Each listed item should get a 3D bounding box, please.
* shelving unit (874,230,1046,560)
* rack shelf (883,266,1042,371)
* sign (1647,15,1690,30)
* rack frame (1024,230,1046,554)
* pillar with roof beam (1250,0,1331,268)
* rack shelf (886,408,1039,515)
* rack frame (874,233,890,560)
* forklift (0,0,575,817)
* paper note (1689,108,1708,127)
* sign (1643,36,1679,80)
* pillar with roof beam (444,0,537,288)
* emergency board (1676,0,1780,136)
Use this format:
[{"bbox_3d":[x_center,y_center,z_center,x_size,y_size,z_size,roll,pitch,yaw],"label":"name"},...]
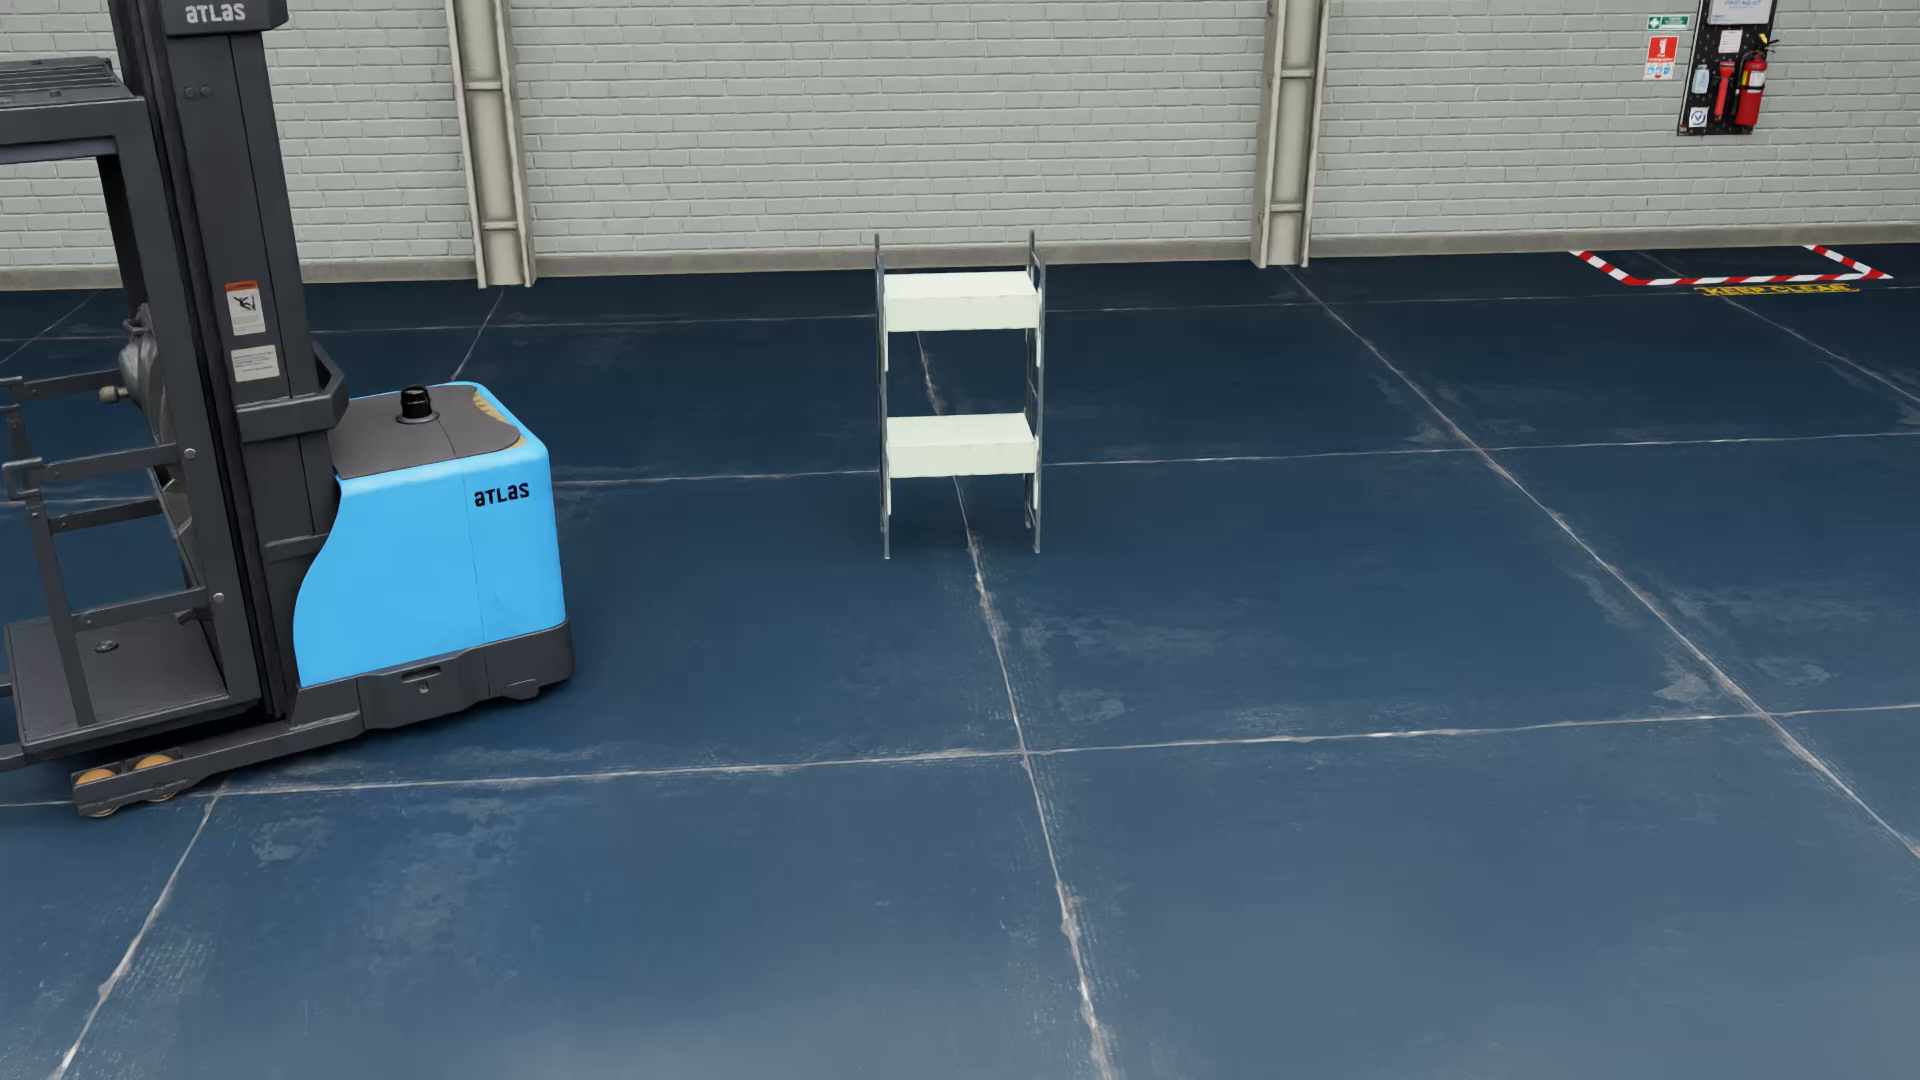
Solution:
[{"bbox_3d":[-0.007,-0.685,7.945,0.755,1.500,0.431,-2,24,-5],"label":"shelving unit"},{"bbox_3d":[-0.007,-1.042,7.786,0.720,0.370,0.431,-2,24,-5],"label":"rack shelf"},{"bbox_3d":[5.482,-4.006,12.873,0.331,0.109,0.001,-2,24,-5],"label":"sign"},{"bbox_3d":[0.358,-0.700,7.978,0.023,1.500,0.400,-2,24,-5],"label":"rack frame"},{"bbox_3d":[2.952,-4.576,7.467,0.400,9.000,9.100,-2,24,-5],"label":"pillar with roof beam"},{"bbox_3d":[-0.007,-0.387,8.077,0.720,0.370,0.431,-2,24,-5],"label":"rack shelf"},{"bbox_3d":[-0.371,-0.670,7.912,0.023,1.500,0.400,-2,24,-5],"label":"rack frame"},{"bbox_3d":[-3.121,-0.586,5.959,3.031,2.935,1.130,-14,27,-28],"label":"forklift"},{"bbox_3d":[5.854,-3.350,13.177,0.142,0.148,0.016,-2,24,-5],"label":"paper note"},{"bbox_3d":[5.476,-3.767,12.988,0.234,0.329,0.001,-2,24,-5],"label":"sign"},{"bbox_3d":[-3.019,-4.337,6.928,0.400,9.000,9.100,-2,24,-5],"label":"pillar with roof beam"},{"bbox_3d":[6.037,-3.731,12.952,0.643,1.169,0.194,-2,24,-5],"label":"emergency board"}]
